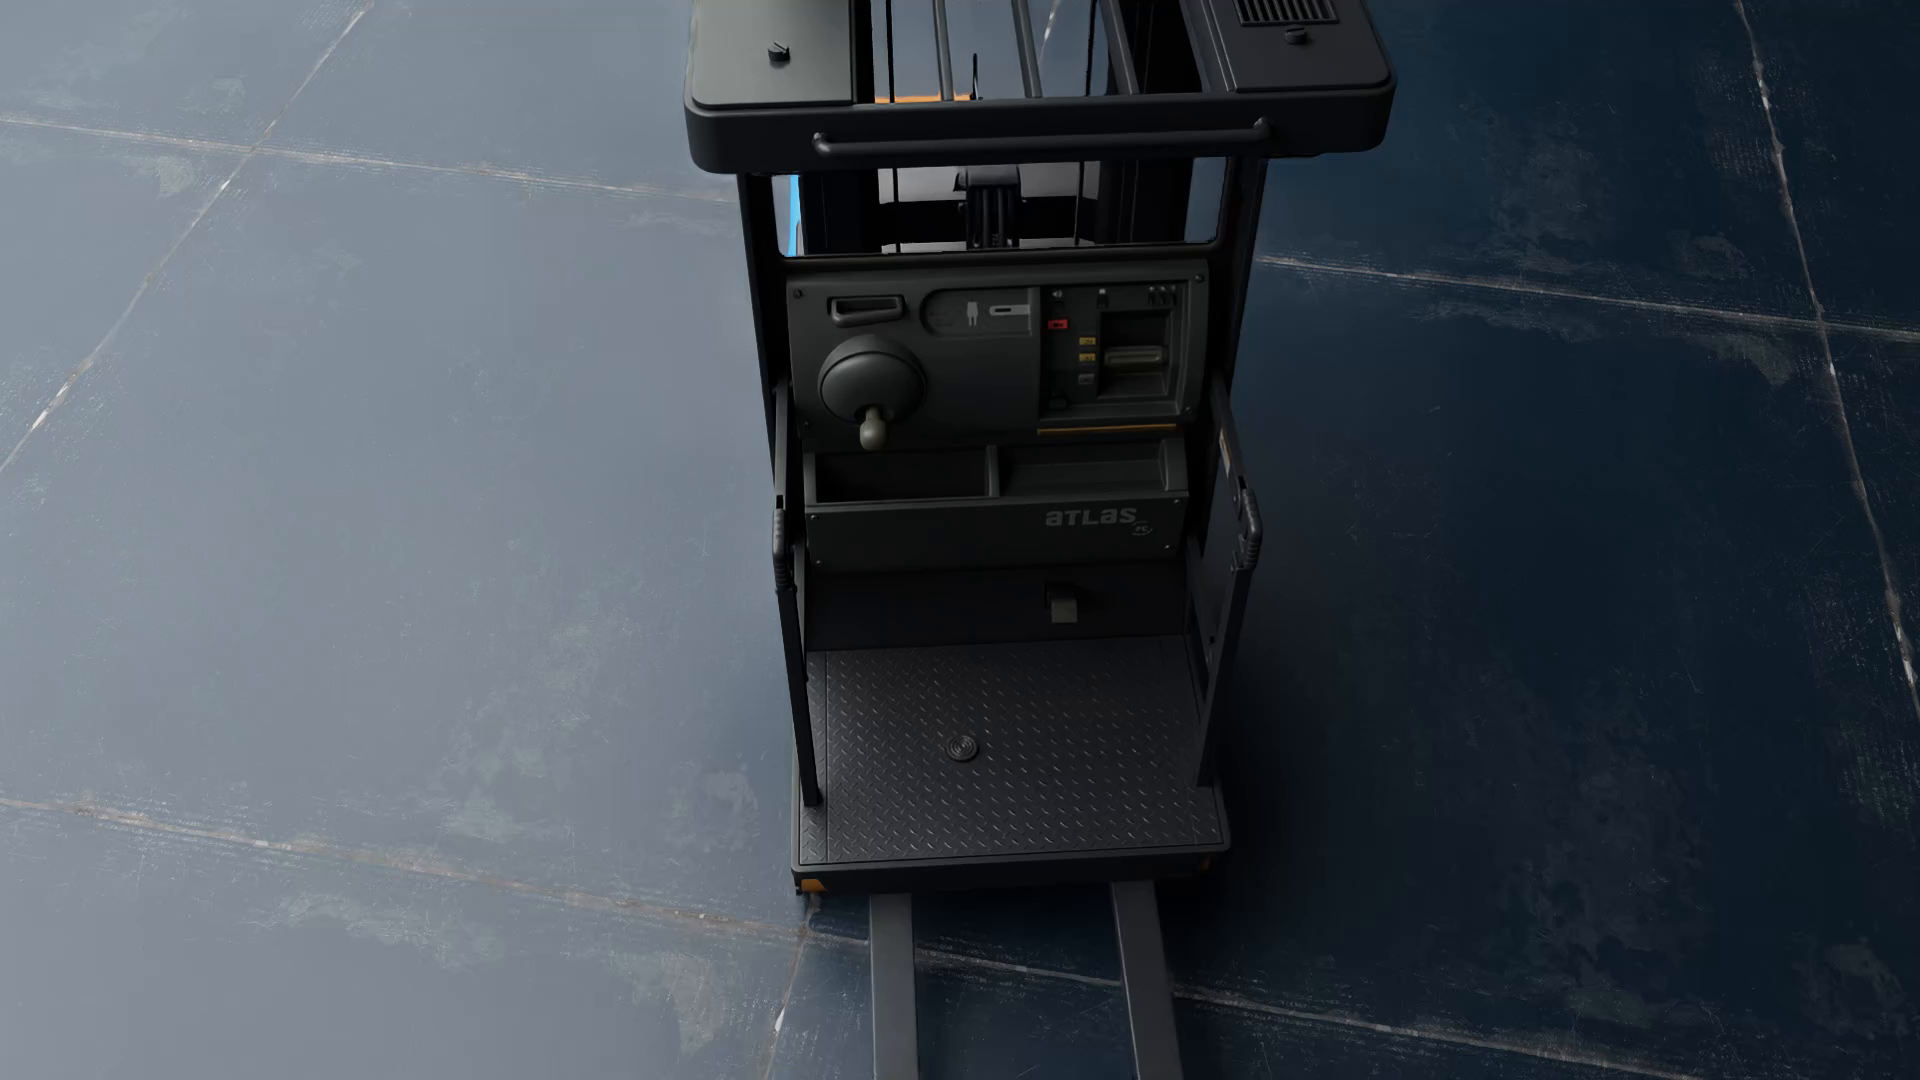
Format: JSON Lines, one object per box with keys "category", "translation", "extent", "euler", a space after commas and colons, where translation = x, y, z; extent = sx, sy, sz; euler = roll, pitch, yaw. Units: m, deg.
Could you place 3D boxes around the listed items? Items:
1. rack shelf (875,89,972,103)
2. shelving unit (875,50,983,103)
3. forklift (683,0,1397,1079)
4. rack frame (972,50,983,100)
{"category": "rack shelf", "translation": [-0.192, -1.217, 5.009], "extent": [0.480, 0.148, 0.258], "euler": [-3, 48, -3]}
{"category": "shelving unit", "translation": [-0.192, -0.954, 5.301], "extent": [0.503, 1.200, 0.258], "euler": [-3, 48, -3]}
{"category": "forklift", "translation": [0.102, -0.310, 3.558], "extent": [1.130, 2.935, 3.031], "euler": [-3, 48, -2]}
{"category": "rack frame", "translation": [0.051, -0.967, 5.312], "extent": [0.015, 1.200, 0.240], "euler": [-3, 48, -3]}
